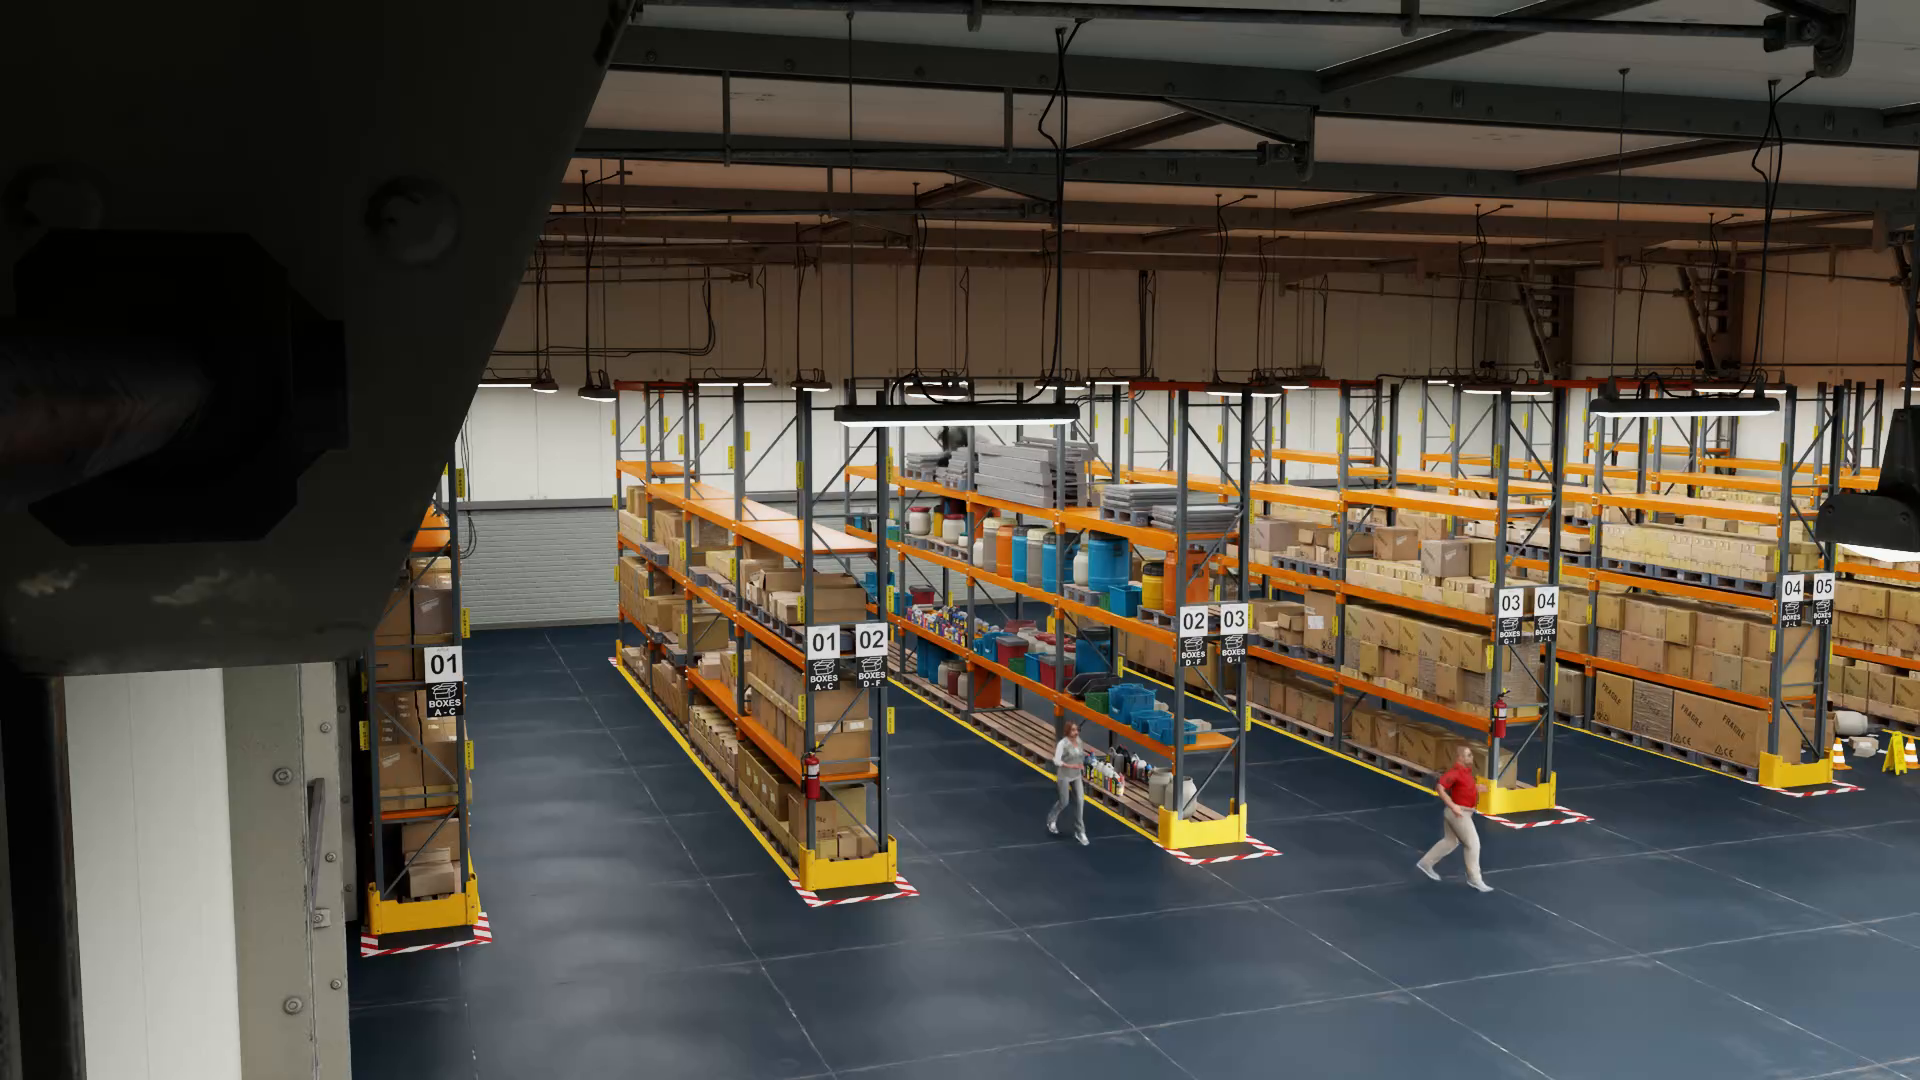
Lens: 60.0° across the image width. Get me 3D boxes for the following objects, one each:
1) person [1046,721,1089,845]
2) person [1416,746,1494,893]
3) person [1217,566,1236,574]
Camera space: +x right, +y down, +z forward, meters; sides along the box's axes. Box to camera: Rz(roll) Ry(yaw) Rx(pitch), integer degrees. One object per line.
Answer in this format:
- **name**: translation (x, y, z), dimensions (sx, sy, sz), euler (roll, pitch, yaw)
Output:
- **person**: translation (1.443, 3.211, 22.143), dimensions (0.560, 1.611, 0.752), euler (-4, 7, -34)
- **person**: translation (6.017, 3.354, 20.133), dimensions (0.899, 1.759, 0.640), euler (2, 6, 15)
- **person**: translation (6.462, 1.212, 40.847), dimensions (0.580, 1.626, 0.627), euler (-5, 8, -38)
